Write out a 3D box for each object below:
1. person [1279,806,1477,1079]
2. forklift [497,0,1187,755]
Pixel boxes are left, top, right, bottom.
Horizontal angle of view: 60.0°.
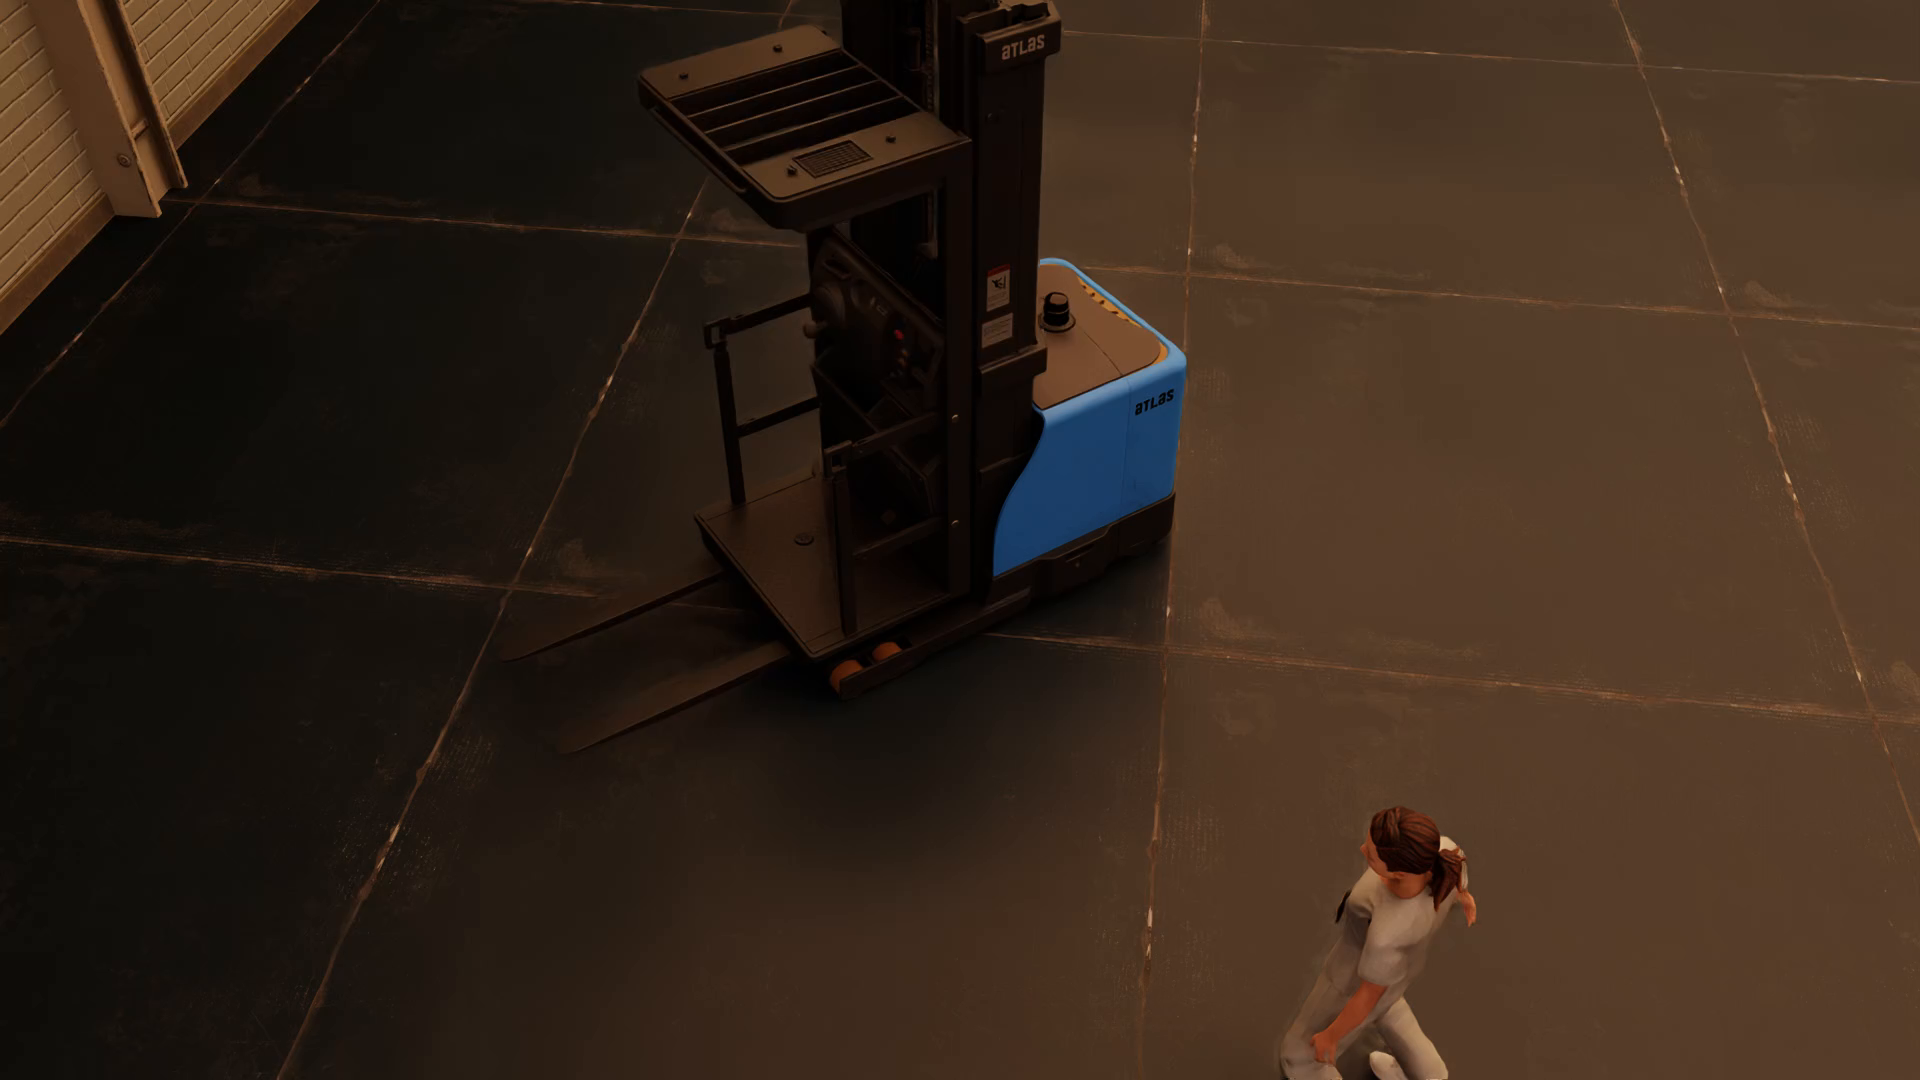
[{"bbox_3d":[1.395,1.362,5.235,0.477,1.598,0.799,31,51,29],"label":"person"},{"bbox_3d":[-0.513,-0.810,6.606,3.031,2.935,1.130,-24,48,-24],"label":"forklift"}]
